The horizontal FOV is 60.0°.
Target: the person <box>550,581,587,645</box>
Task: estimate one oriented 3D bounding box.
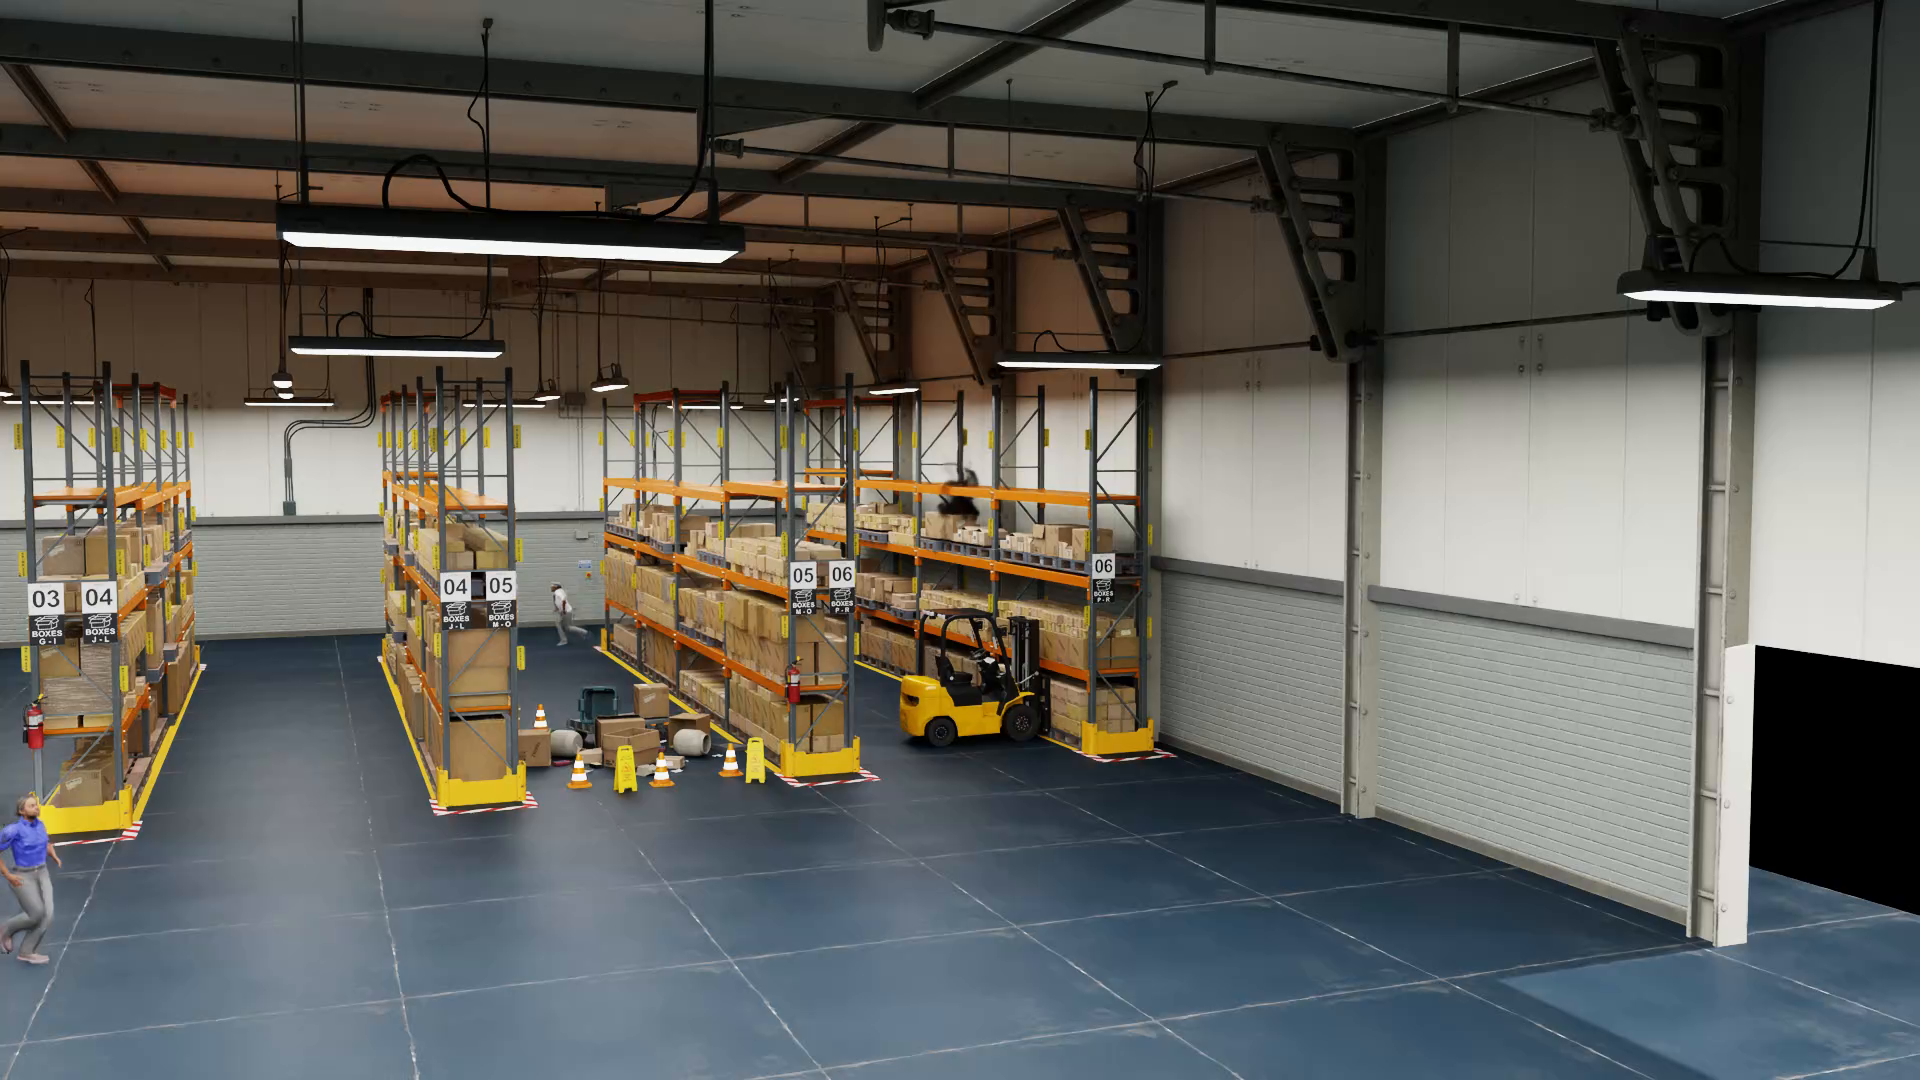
[{"bbox_3d":[-9.542,1.798,40.551,0.877,1.606,0.559,-1,3,-9],"label":"person"}]

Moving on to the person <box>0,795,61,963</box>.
[{"bbox_3d":[-8.900,3.244,15.906,0.533,1.613,0.625,1,4,14],"label":"person"}]
